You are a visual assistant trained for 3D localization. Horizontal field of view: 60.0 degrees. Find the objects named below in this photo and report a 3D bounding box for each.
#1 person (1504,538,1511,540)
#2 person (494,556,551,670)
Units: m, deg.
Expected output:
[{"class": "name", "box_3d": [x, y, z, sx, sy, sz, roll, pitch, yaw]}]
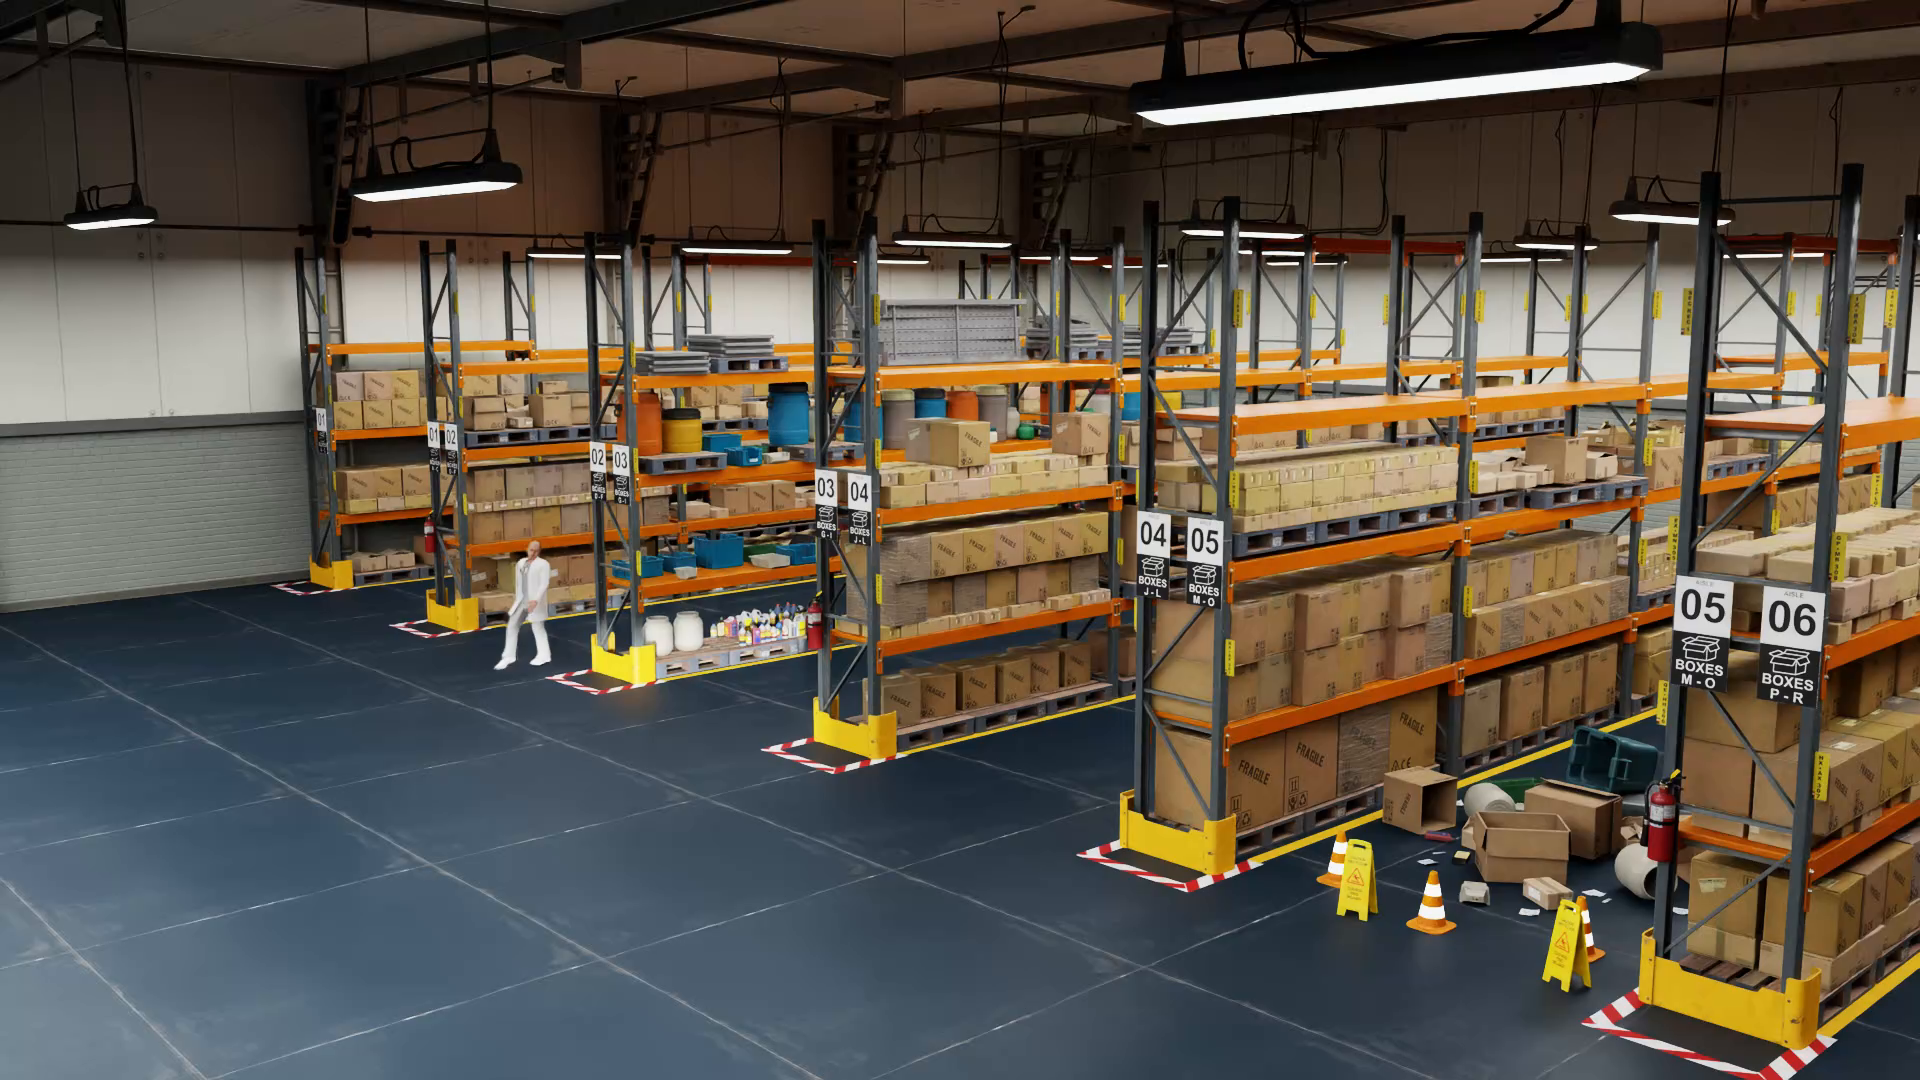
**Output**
[{"class": "person", "box_3d": [8.438, 0.622, 25.377, 0.483, 1.545, 0.833, 8, 12, 44]}, {"class": "person", "box_3d": [-6.059, 1.001, 23.231, 0.709, 1.597, 0.688, 3, 9, 19]}]
